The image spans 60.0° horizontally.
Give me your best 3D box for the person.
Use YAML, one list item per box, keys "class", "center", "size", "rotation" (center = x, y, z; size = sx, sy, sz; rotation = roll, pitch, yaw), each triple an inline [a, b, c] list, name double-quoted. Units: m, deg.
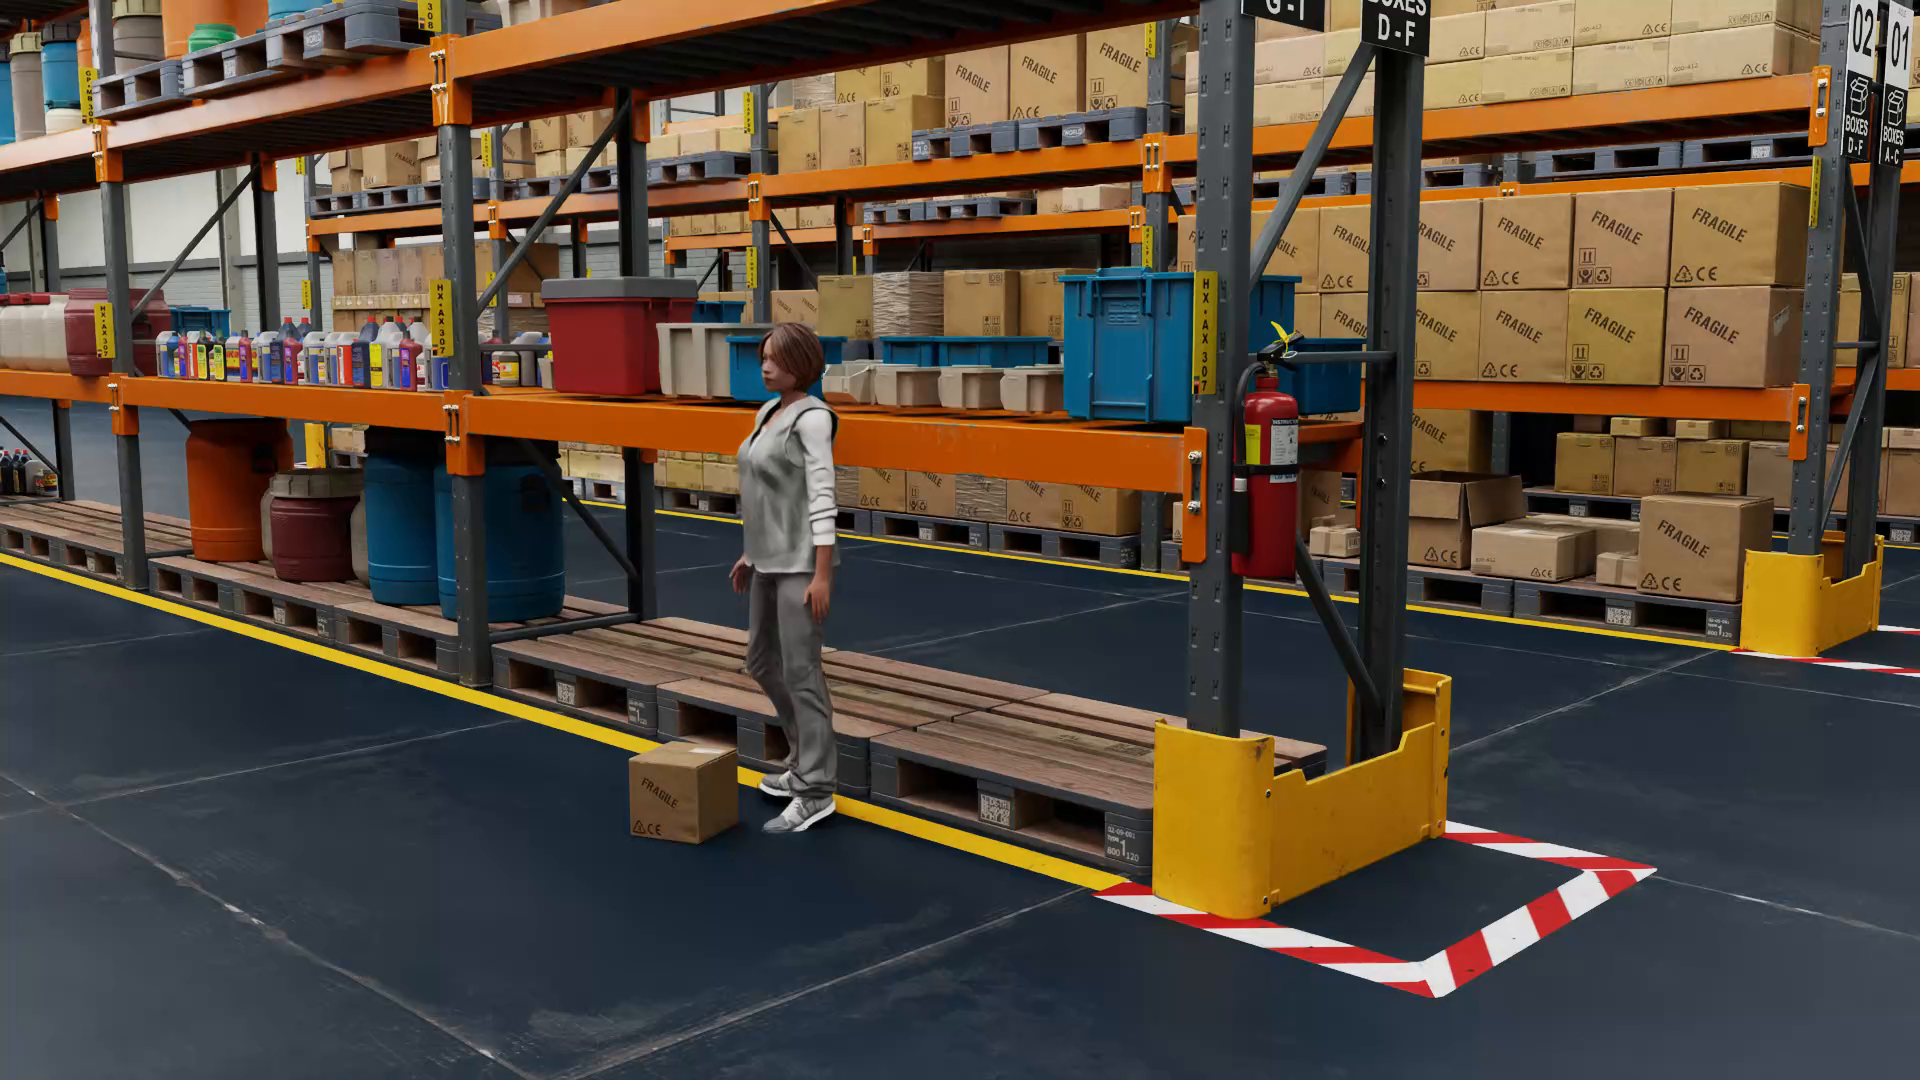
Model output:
- class: "person"
  center: [-0.548, 0.121, 5.392]
  size: [0.317, 1.642, 0.503]
  rotation: [-3, 8, -25]
